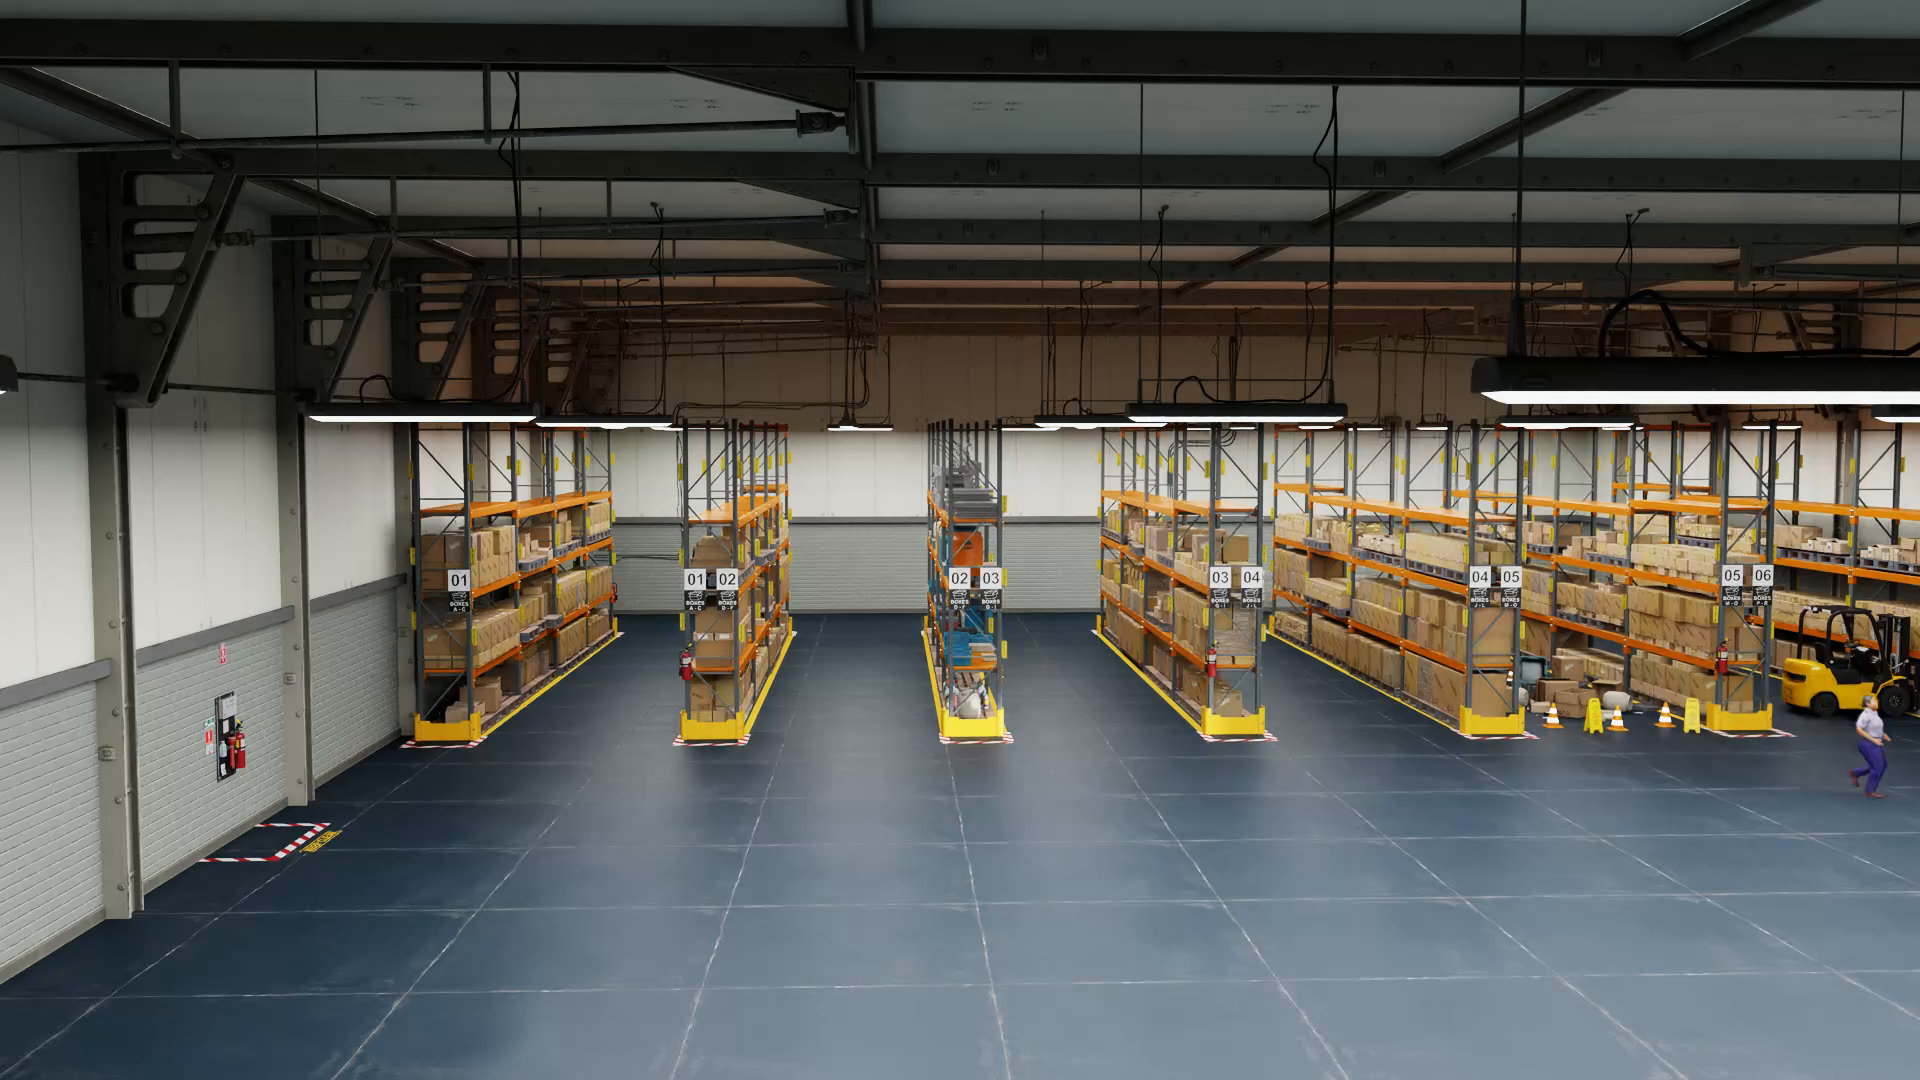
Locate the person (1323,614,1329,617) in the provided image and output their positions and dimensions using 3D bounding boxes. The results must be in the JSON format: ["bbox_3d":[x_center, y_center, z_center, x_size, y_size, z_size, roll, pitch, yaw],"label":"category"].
[{"bbox_3d":[10.595,1.715,48.488,0.696,1.744,0.962,-2,4,-27],"label":"person"}]

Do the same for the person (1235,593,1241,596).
[{"bbox_3d":[8.188,1.777,48.177,0.610,1.755,0.726,-3,5,-39],"label":"person"}]

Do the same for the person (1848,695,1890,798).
[{"bbox_3d":[14.334,3.246,26.284,0.584,1.601,0.644,3,5,43],"label":"person"}]
